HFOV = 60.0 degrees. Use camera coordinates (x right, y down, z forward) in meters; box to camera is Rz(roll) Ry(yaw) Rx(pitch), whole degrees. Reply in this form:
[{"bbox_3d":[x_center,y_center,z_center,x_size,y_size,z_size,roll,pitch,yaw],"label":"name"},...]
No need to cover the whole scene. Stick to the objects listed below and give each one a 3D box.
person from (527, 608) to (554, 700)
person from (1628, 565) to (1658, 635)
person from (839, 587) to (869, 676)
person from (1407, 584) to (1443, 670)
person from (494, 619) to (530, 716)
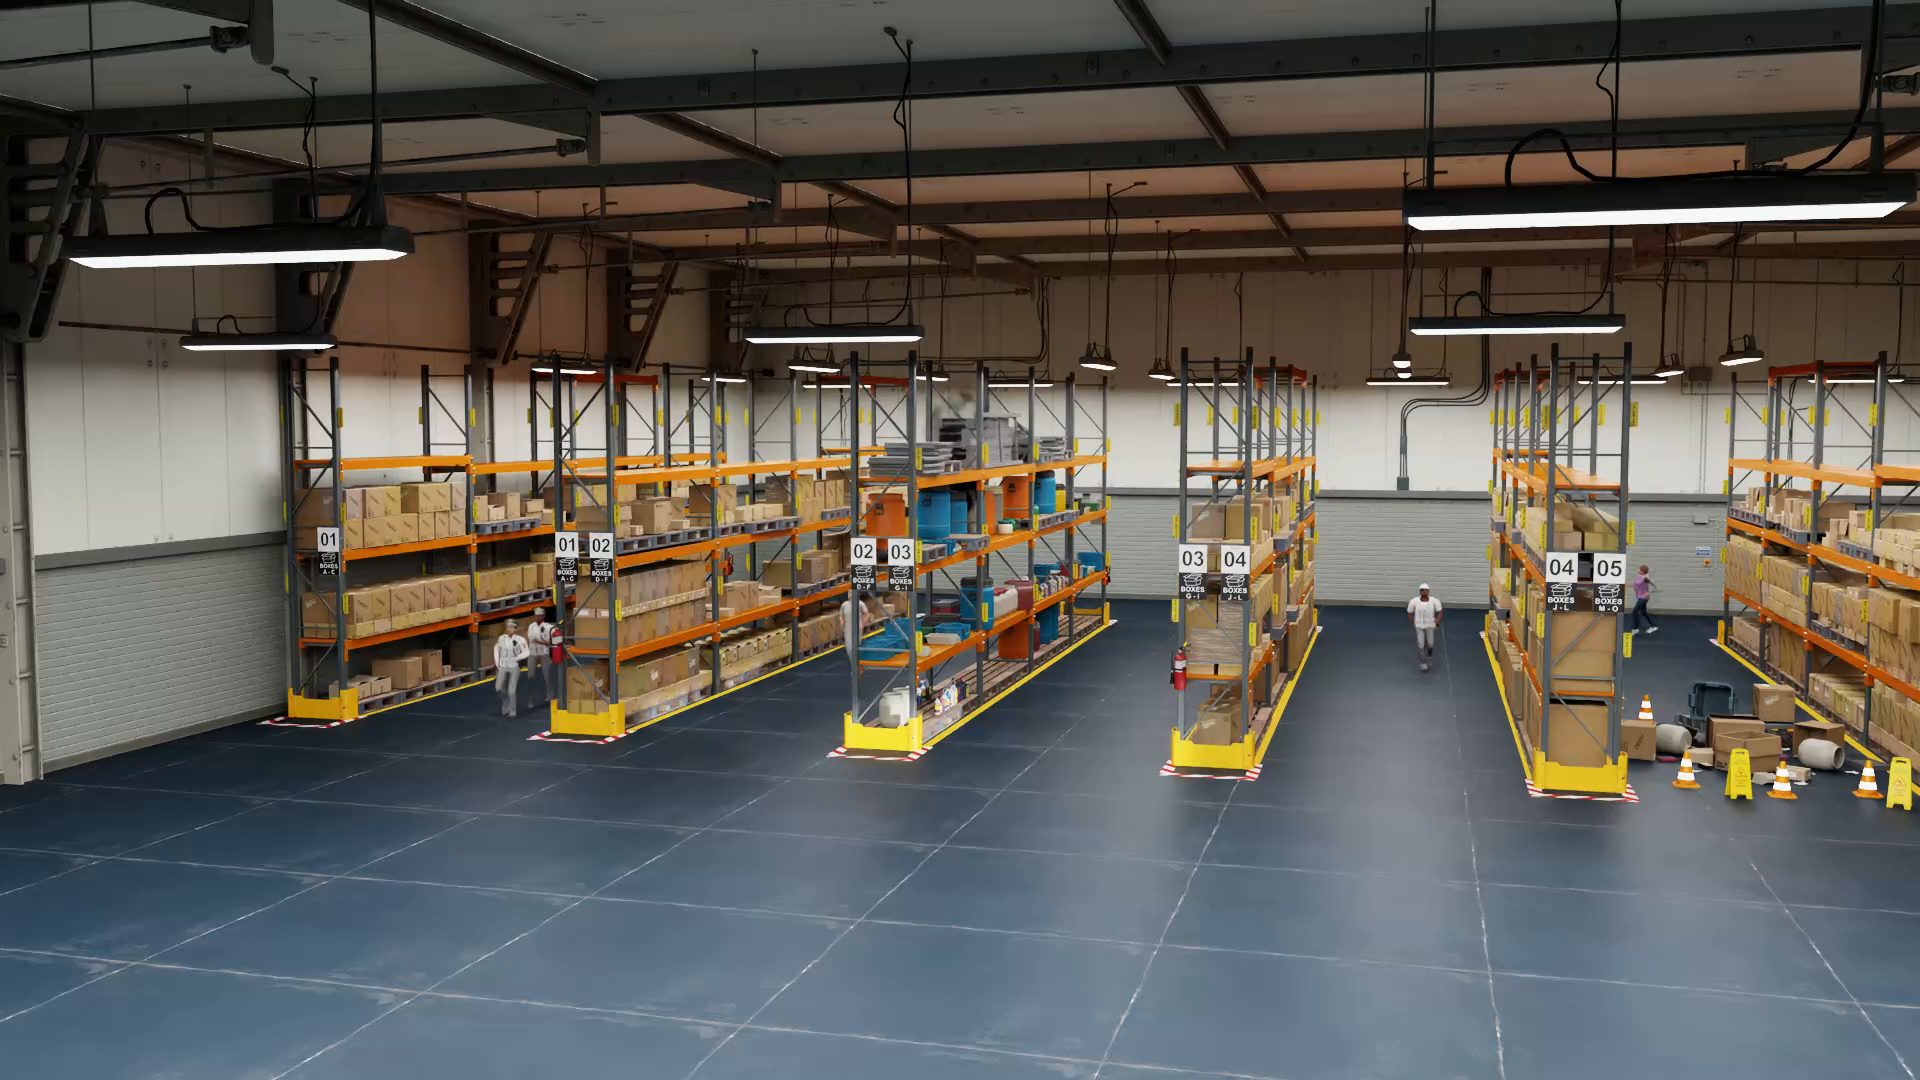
[{"bbox_3d":[-7.287,1.949,28.912,0.513,1.585,0.662,0,4,3],"label":"person"},{"bbox_3d":[15.707,1.385,38.224,0.706,1.635,0.487,1,4,9],"label":"person"},{"bbox_3d":[-1.952,1.675,30.181,0.539,1.645,0.529,1,4,13],"label":"person"},{"bbox_3d":[9.193,1.721,32.893,0.674,1.719,0.569,1,4,16],"label":"person"},{"bbox_3d":[-7.509,2.129,27.708,0.649,1.657,0.525,1,4,7],"label":"person"}]
